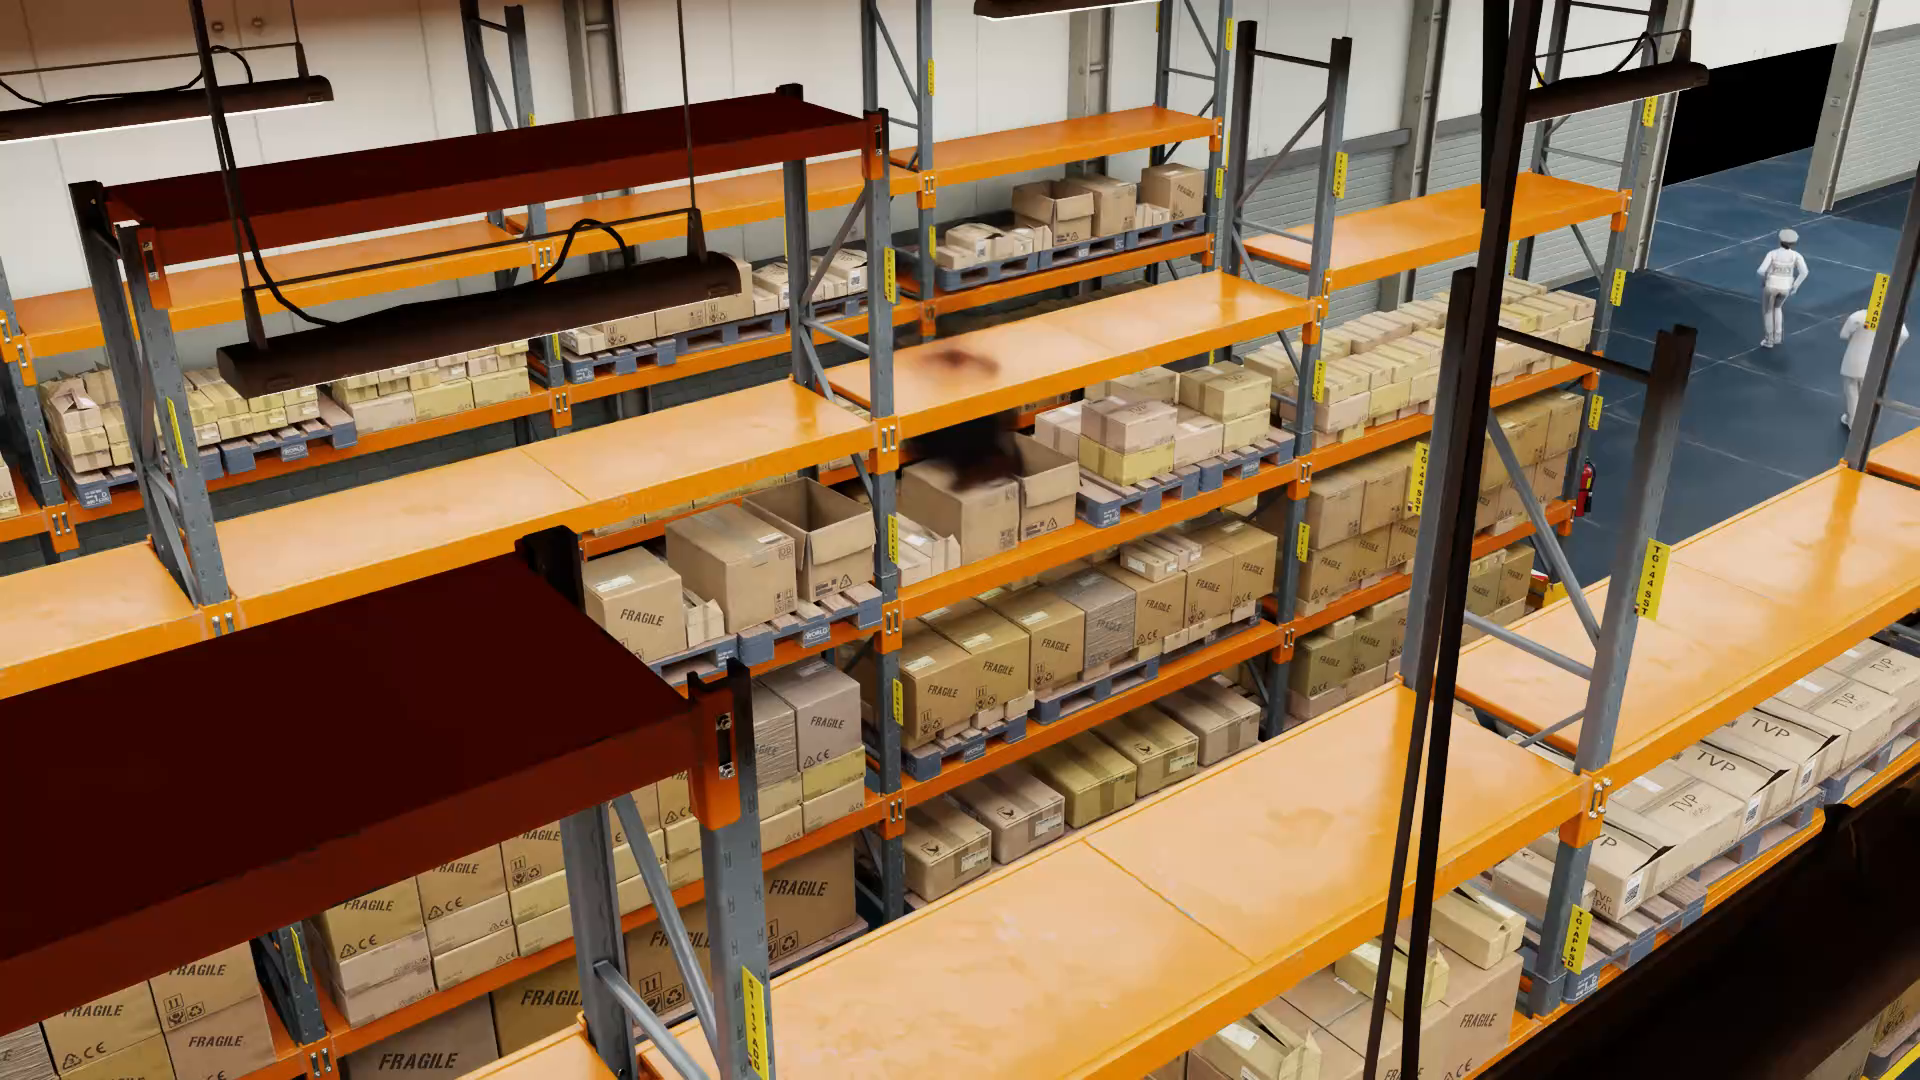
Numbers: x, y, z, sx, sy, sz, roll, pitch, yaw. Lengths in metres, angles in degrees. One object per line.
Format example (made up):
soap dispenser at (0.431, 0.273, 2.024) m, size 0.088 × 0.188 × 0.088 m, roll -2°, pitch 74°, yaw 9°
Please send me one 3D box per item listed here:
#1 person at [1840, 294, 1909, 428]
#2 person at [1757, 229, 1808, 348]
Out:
person at (11.305, -2.306, 20.810) m, size 0.685 × 1.747 × 0.712 m, roll 2°, pitch 26°, yaw 4°
person at (11.545, -3.578, 23.522) m, size 0.623 × 1.662 × 0.560 m, roll 4°, pitch 26°, yaw 8°
